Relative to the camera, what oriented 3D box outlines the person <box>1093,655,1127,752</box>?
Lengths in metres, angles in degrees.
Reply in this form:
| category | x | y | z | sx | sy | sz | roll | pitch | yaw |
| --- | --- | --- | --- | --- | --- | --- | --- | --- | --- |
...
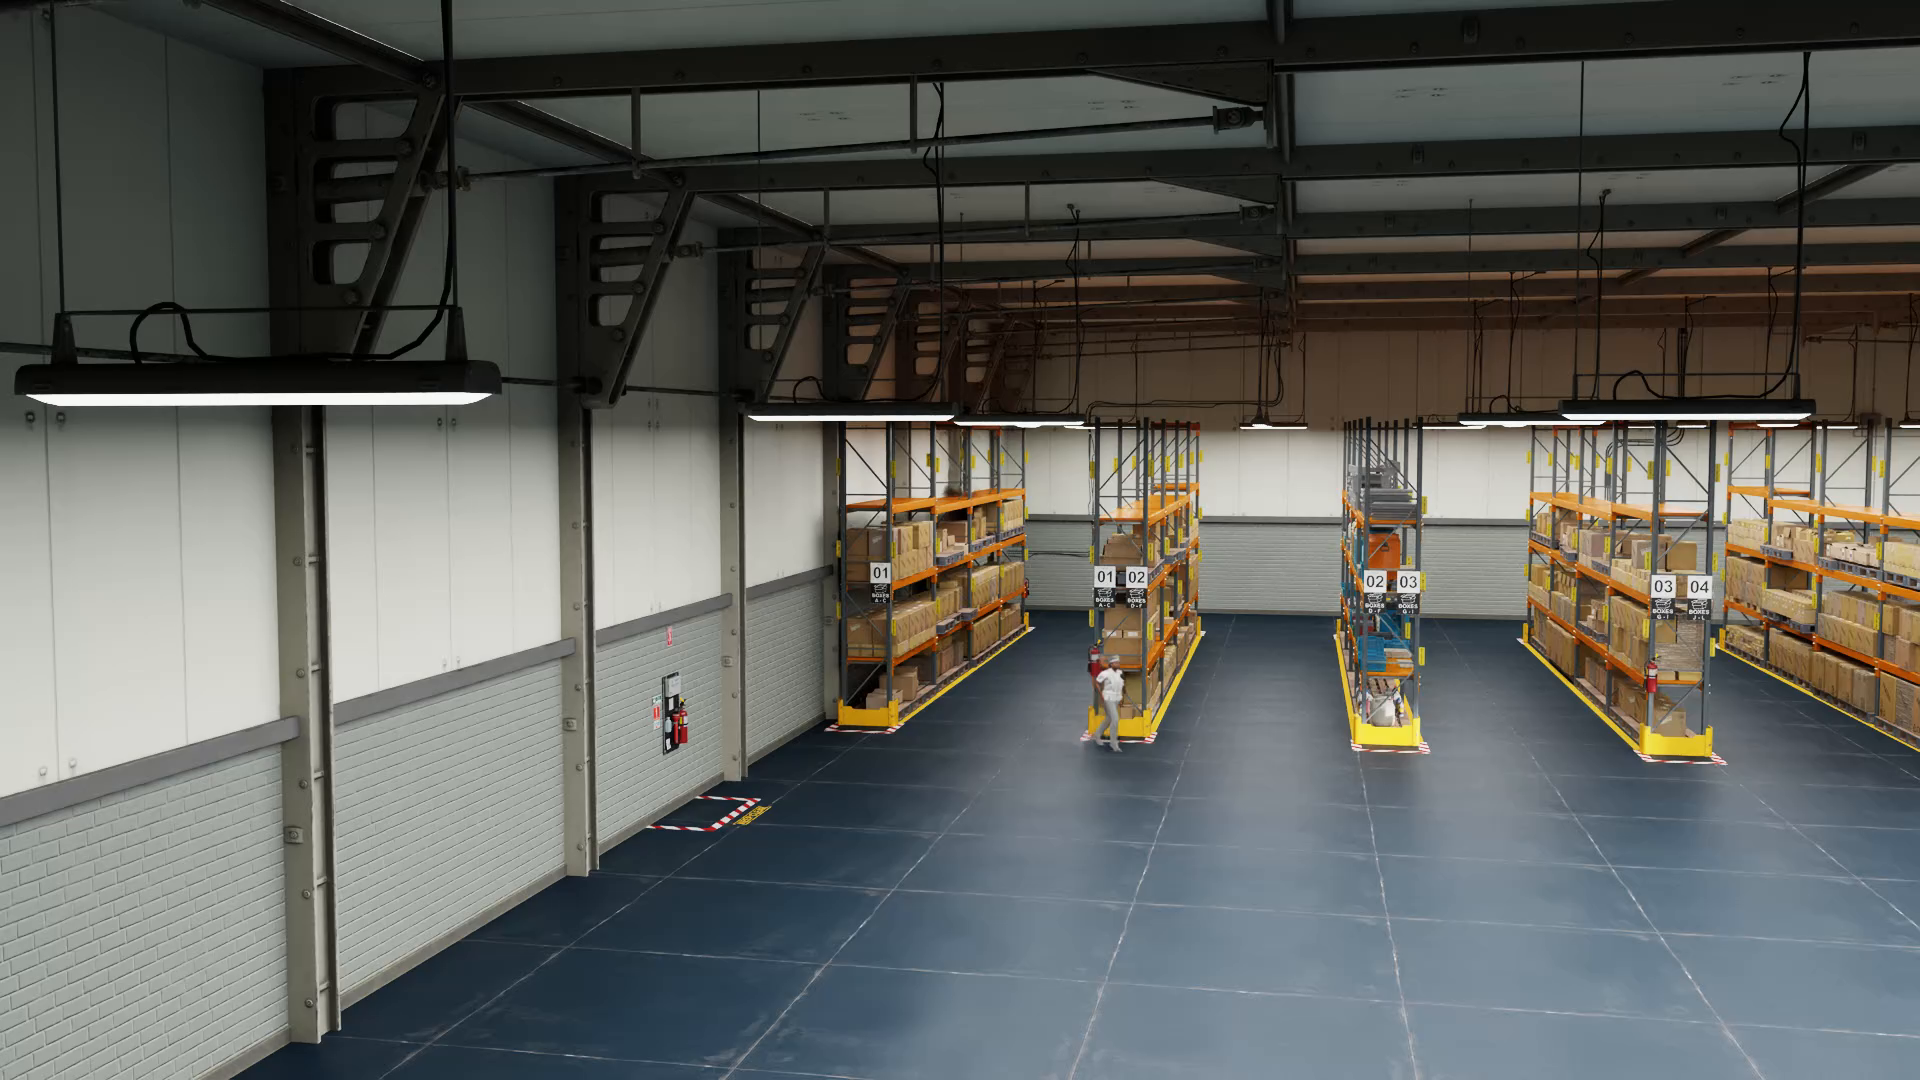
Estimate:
| category | x | y | z | sx | sy | sz | roll | pitch | yaw |
| --- | --- | --- | --- | --- | --- | --- | --- | --- | --- |
| person | 2.726 | 2.927 | 30.092 | 0.569 | 1.745 | 0.758 | -4 | 5 | -44 |

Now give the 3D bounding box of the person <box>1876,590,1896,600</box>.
| category | x | y | z | sx | sy | sz | roll | pitch | yaw |
| --- | --- | --- | --- | --- | --- | --- | --- | --- | --- |
| person | 24.813 | 1.932 | 44.658 | 0.930 | 1.821 | 0.734 | 1 | 4 | 21 |

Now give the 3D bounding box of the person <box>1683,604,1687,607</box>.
| category | x | y | z | sx | sy | sz | roll | pitch | yaw |
| --- | --- | --- | --- | --- | --- | --- | --- | --- | --- |
| person | 19.668 | 2.019 | 44.985 | 0.503 | 1.574 | 0.682 | -2 | 4 | -24 |
